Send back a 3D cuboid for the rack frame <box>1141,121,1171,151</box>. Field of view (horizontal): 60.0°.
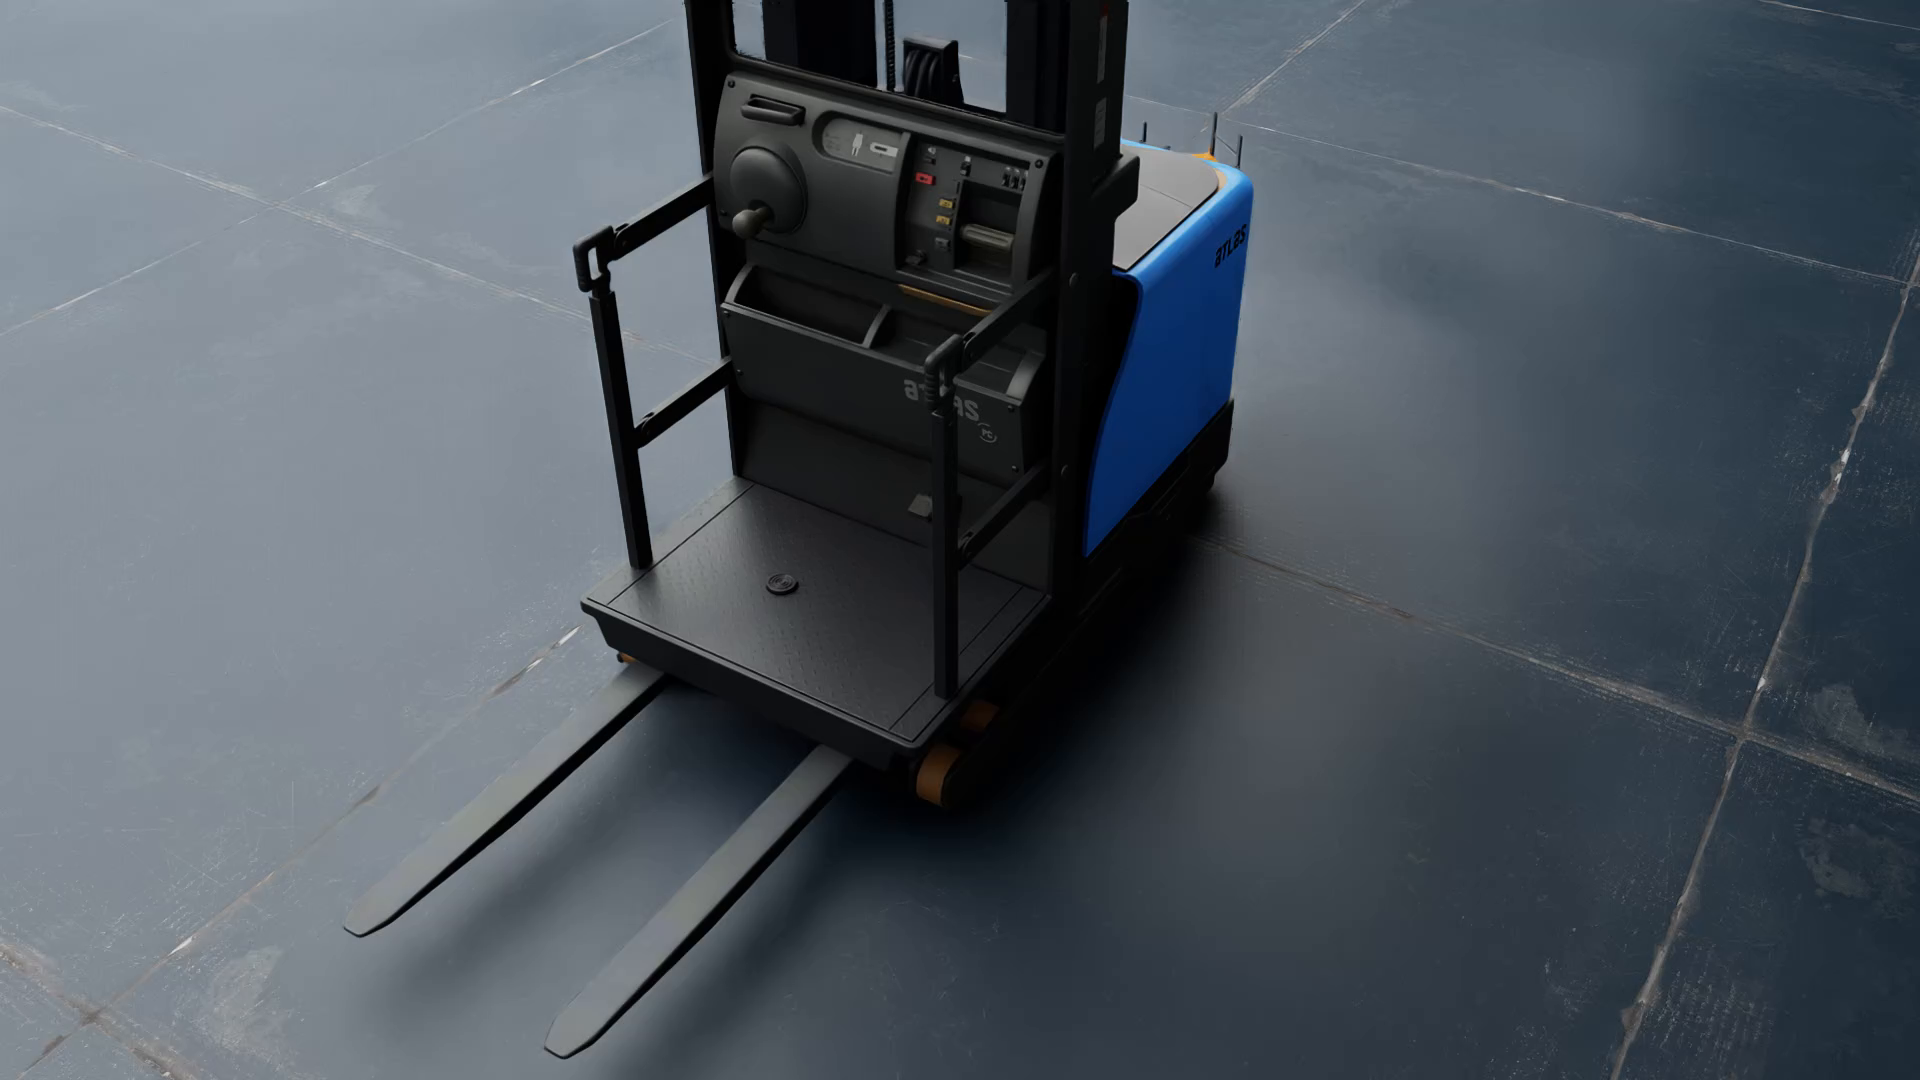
[{"bbox_3d":[0.612,-0.846,5.486,0.008,1.050,0.200,-11,38,-14],"label":"rack frame"}]

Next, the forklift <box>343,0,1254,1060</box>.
[{"bbox_3d":[-0.317,-0.792,3.876,1.130,2.935,3.031,21,42,25],"label":"forklift"}]

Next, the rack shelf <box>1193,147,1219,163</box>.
[{"bbox_3d":[0.728,-1.087,5.351,0.240,0.259,0.215,-11,38,-14],"label":"rack shelf"}]

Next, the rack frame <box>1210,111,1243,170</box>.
[{"bbox_3d":[0.844,-0.892,5.546,0.008,1.050,0.200,-11,38,-14],"label":"rack frame"}]

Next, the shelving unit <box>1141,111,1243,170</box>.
[{"bbox_3d":[0.728,-0.869,5.516,0.252,1.050,0.215,-11,38,-14],"label":"shelving unit"}]
